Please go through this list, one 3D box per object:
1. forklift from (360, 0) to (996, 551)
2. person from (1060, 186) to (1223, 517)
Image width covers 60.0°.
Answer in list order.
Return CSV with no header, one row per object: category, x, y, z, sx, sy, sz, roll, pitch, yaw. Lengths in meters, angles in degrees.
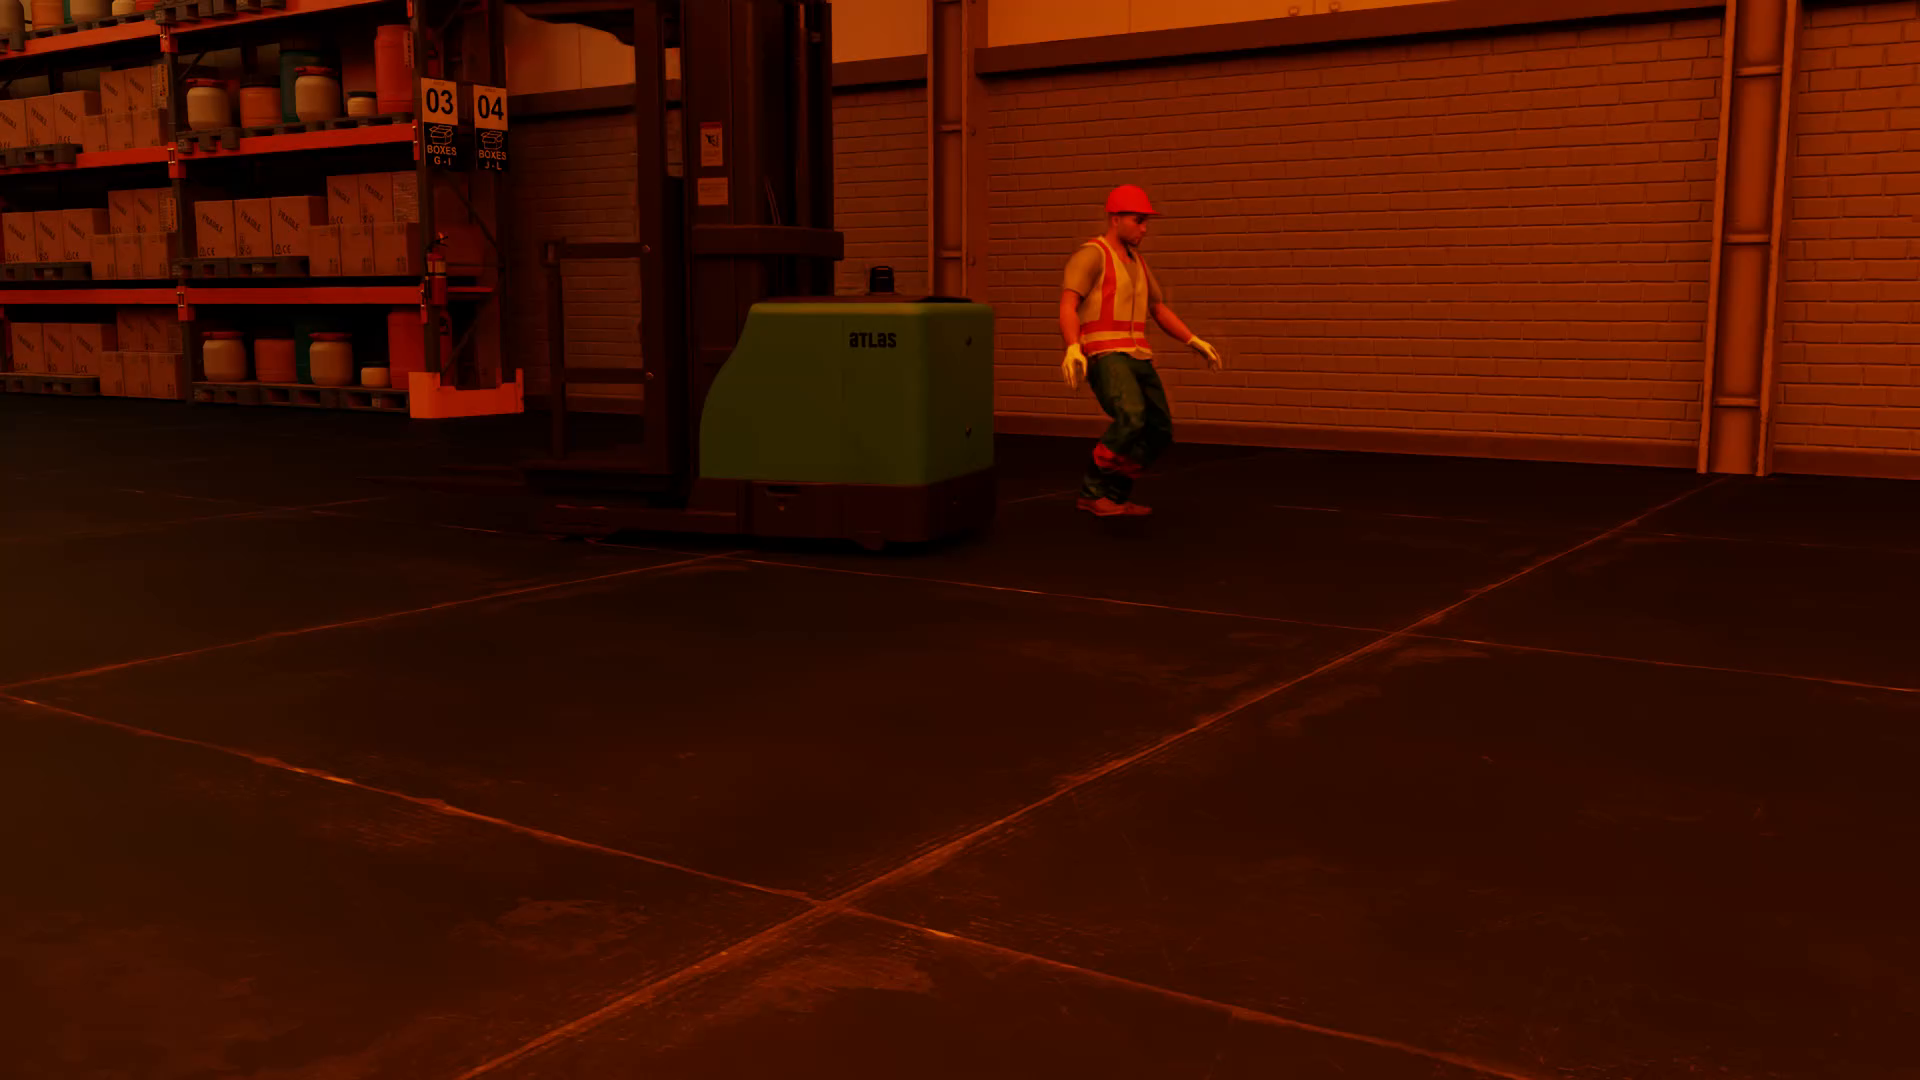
forklift,-1.402,-1.506,7.780,3.031,2.935,1.130,3,9,19
person,0.807,-0.886,8.098,0.680,1.649,0.994,7,11,42
